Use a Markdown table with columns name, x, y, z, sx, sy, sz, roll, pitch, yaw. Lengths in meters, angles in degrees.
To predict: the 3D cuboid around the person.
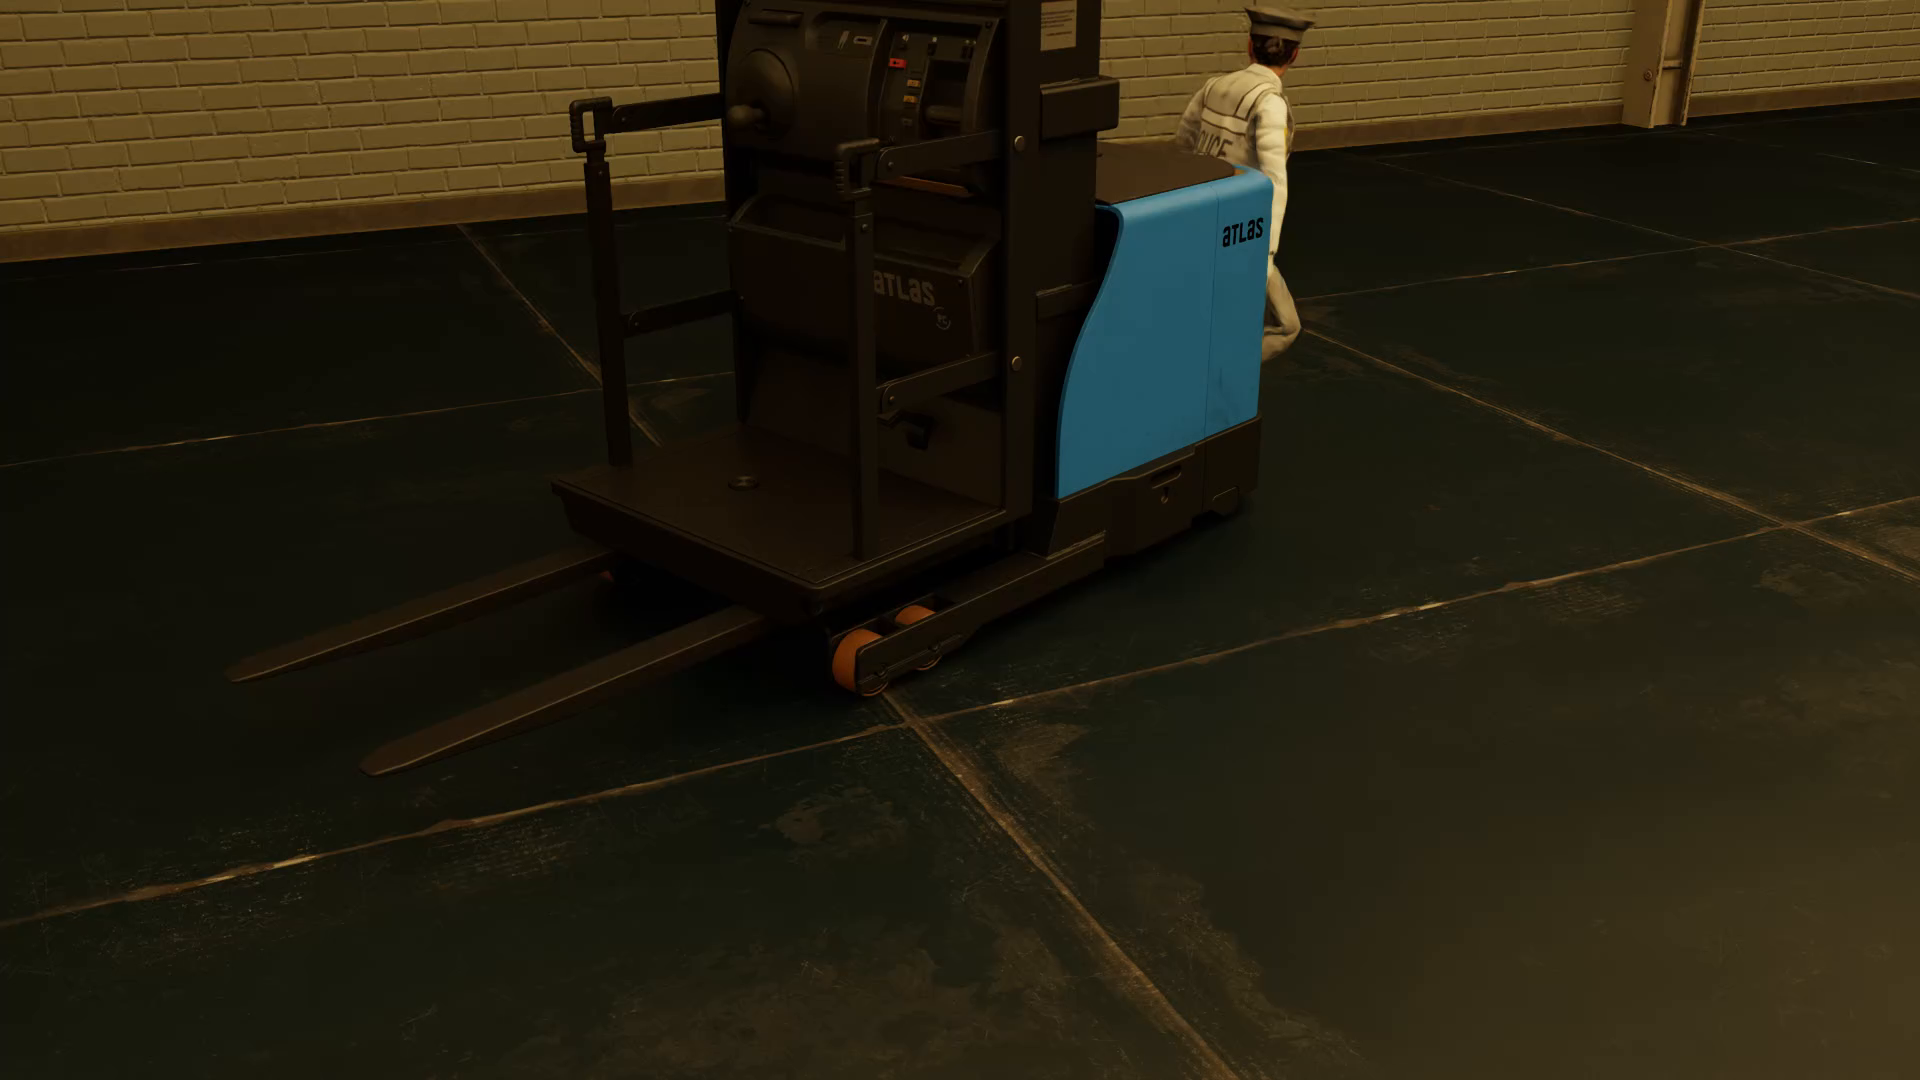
| name | x | y | z | sx | sy | sz | roll | pitch | yaw |
| --- | --- | --- | --- | --- | --- | --- | --- | --- | --- |
| person | 0.953 | -1.071 | 5.819 | 0.534 | 1.491 | 0.884 | -3 | 23 | -8 |

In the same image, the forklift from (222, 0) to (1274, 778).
| name | x | y | z | sx | sy | sz | roll | pitch | yaw |
| --- | --- | --- | --- | --- | --- | --- | --- | --- | --- |
| forklift | -0.413 | -1.182 | 4.131 | 1.130 | 2.935 | 3.031 | 19 | 29 | 39 |
